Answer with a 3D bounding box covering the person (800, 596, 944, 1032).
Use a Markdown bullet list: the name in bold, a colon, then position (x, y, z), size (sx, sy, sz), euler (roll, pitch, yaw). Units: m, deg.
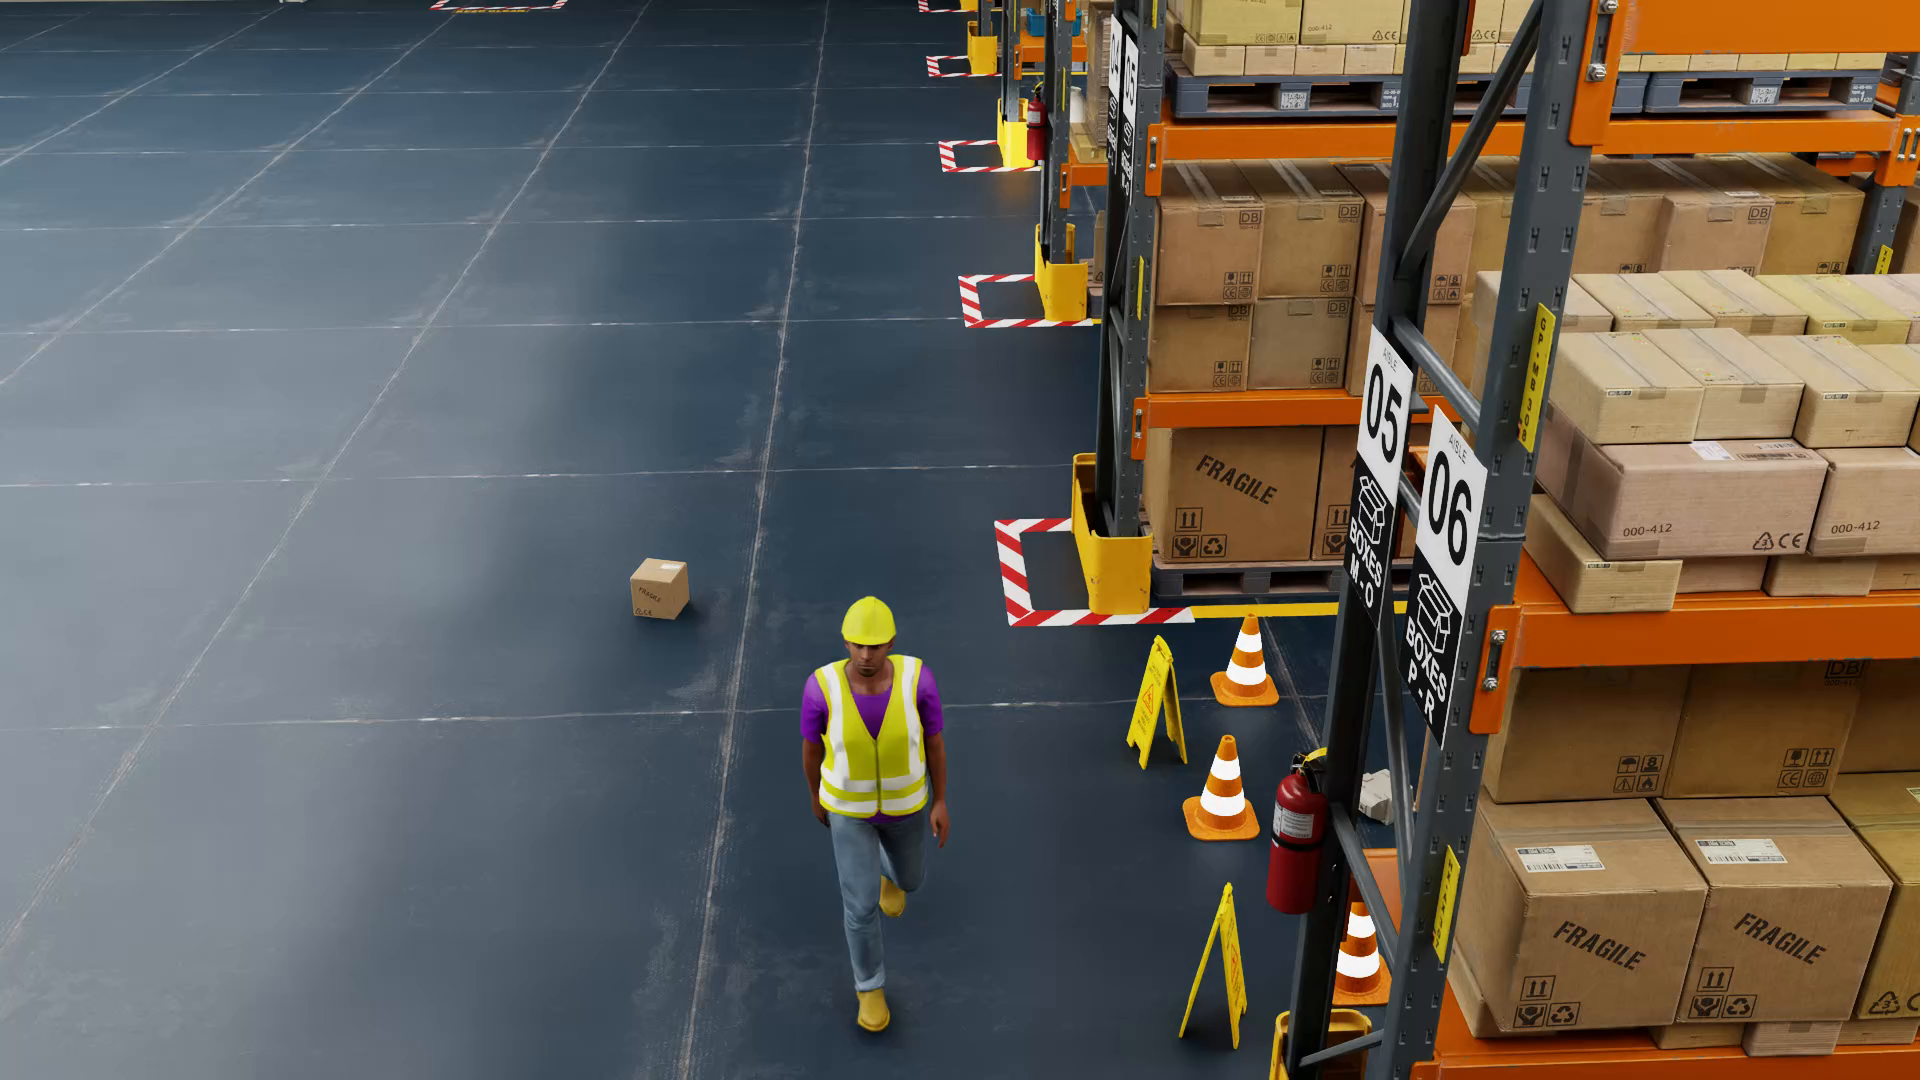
- **person**: position (-0.336, 1.015, 6.627), size (0.556, 1.733, 0.899), euler (-6, 28, -11)
